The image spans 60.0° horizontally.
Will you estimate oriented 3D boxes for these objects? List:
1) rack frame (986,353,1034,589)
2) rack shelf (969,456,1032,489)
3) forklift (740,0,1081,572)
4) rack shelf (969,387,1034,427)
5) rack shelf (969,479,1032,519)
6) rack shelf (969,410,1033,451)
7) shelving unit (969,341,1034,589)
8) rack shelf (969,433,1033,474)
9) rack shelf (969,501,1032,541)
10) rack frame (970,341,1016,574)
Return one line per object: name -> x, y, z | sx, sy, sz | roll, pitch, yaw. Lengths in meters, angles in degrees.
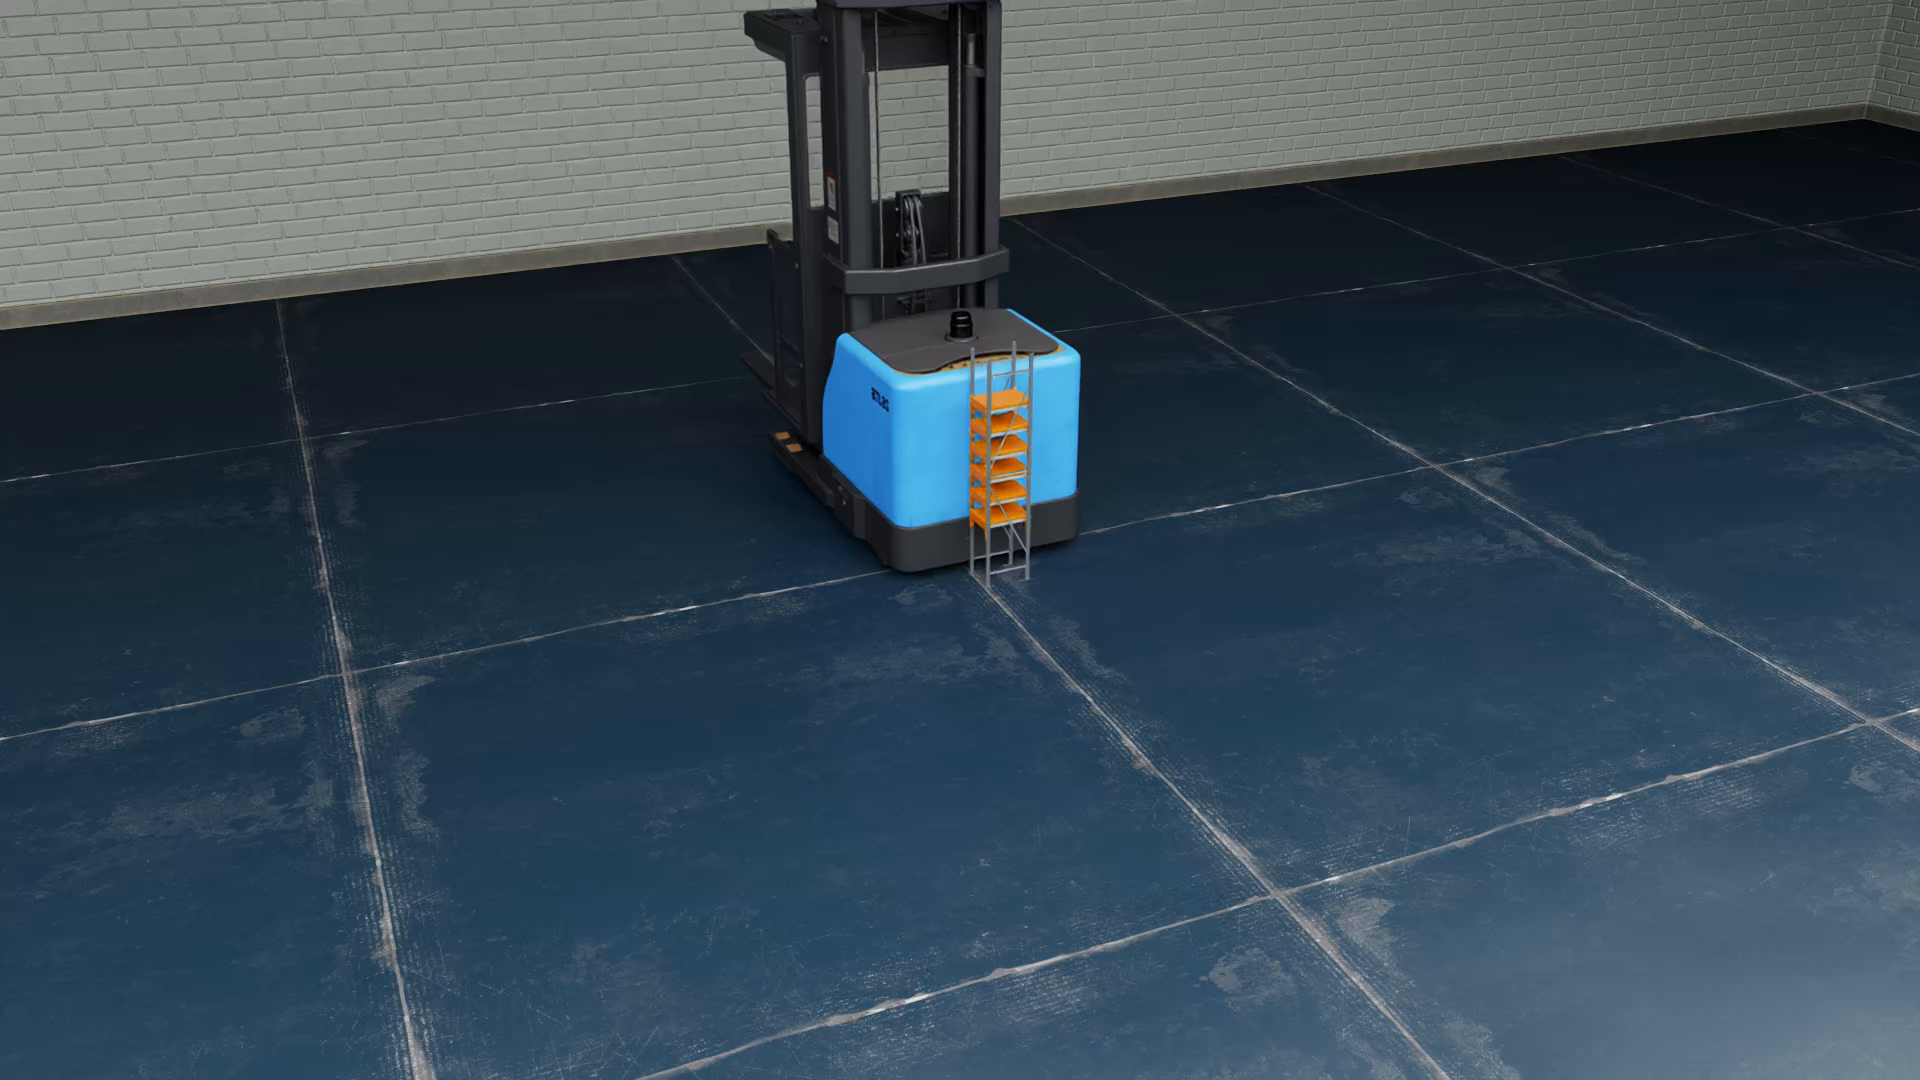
rack frame -> 0.237, -0.318, 8.034 | 0.240, 1.200, 0.006 | -12, 28, -22
rack shelf -> 0.198, -0.314, 8.128 | 0.258, 0.103, 0.180 | -12, 28, -22
forklift -> -0.468, -1.777, 9.048 | 1.130, 2.935, 3.031 | -12, 28, -22
rack shelf -> 0.198, -0.638, 7.970 | 0.258, 0.103, 0.180 | -12, 28, -22
rack shelf -> 0.198, -0.207, 8.181 | 0.258, 0.103, 0.180 | -12, 28, -22
rack shelf -> 0.198, -0.530, 8.023 | 0.258, 0.103, 0.180 | -12, 28, -22
shelving unit -> 0.198, -0.354, 8.108 | 0.258, 1.200, 0.189 | -12, 28, -22
rack shelf -> 0.198, -0.422, 8.075 | 0.258, 0.103, 0.180 | -12, 28, -22
rack shelf -> 0.198, -0.099, 8.233 | 0.258, 0.103, 0.180 | -12, 28, -22
rack frame -> 0.159, -0.391, 8.183 | 0.240, 1.200, 0.006 | -12, 28, -22
